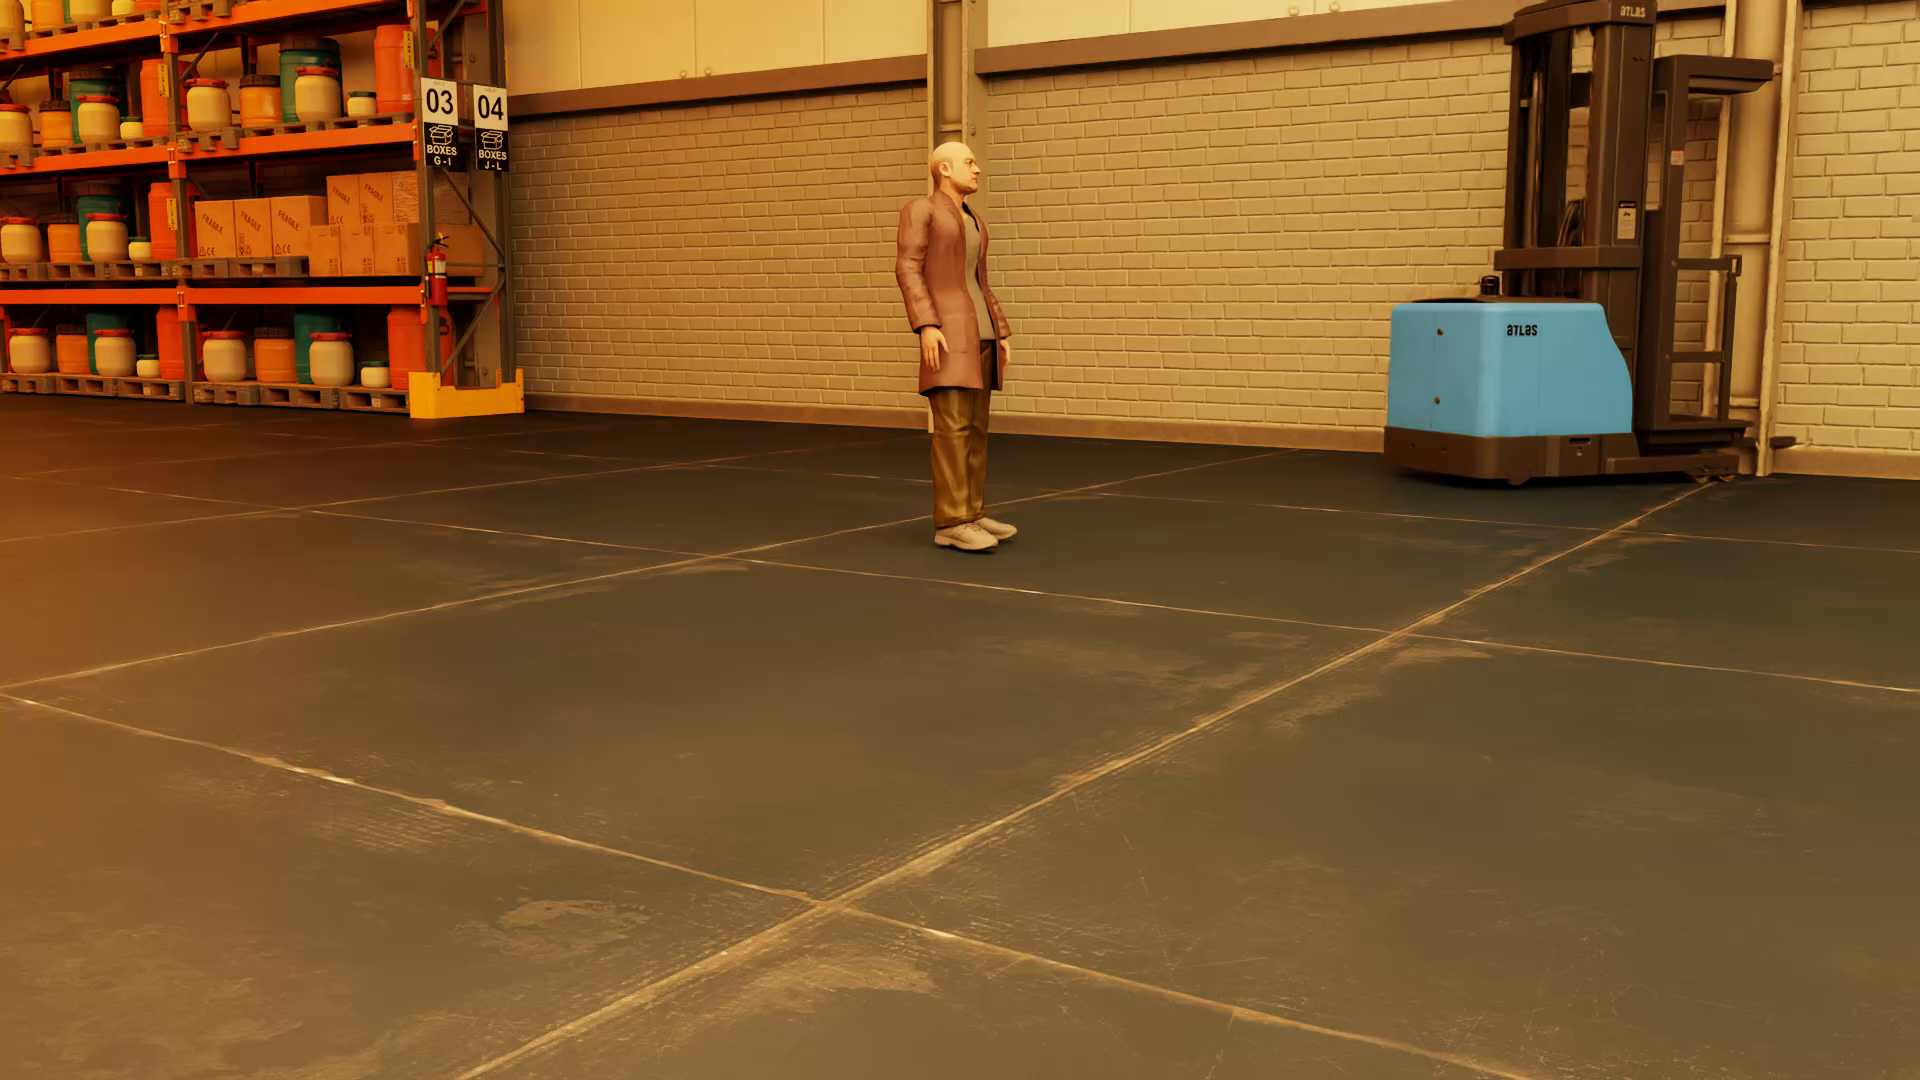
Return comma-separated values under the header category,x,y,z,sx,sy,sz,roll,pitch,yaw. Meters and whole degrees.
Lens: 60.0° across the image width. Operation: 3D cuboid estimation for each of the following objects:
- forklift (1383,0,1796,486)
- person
category,x,y,z,sx,sy,sz,roll,pitch,yaw
forklift,4.224,-1.870,10.343,3.031,2.935,1.130,-3,9,-21
person,0.072,-0.879,7.423,0.582,1.775,0.696,5,10,34
